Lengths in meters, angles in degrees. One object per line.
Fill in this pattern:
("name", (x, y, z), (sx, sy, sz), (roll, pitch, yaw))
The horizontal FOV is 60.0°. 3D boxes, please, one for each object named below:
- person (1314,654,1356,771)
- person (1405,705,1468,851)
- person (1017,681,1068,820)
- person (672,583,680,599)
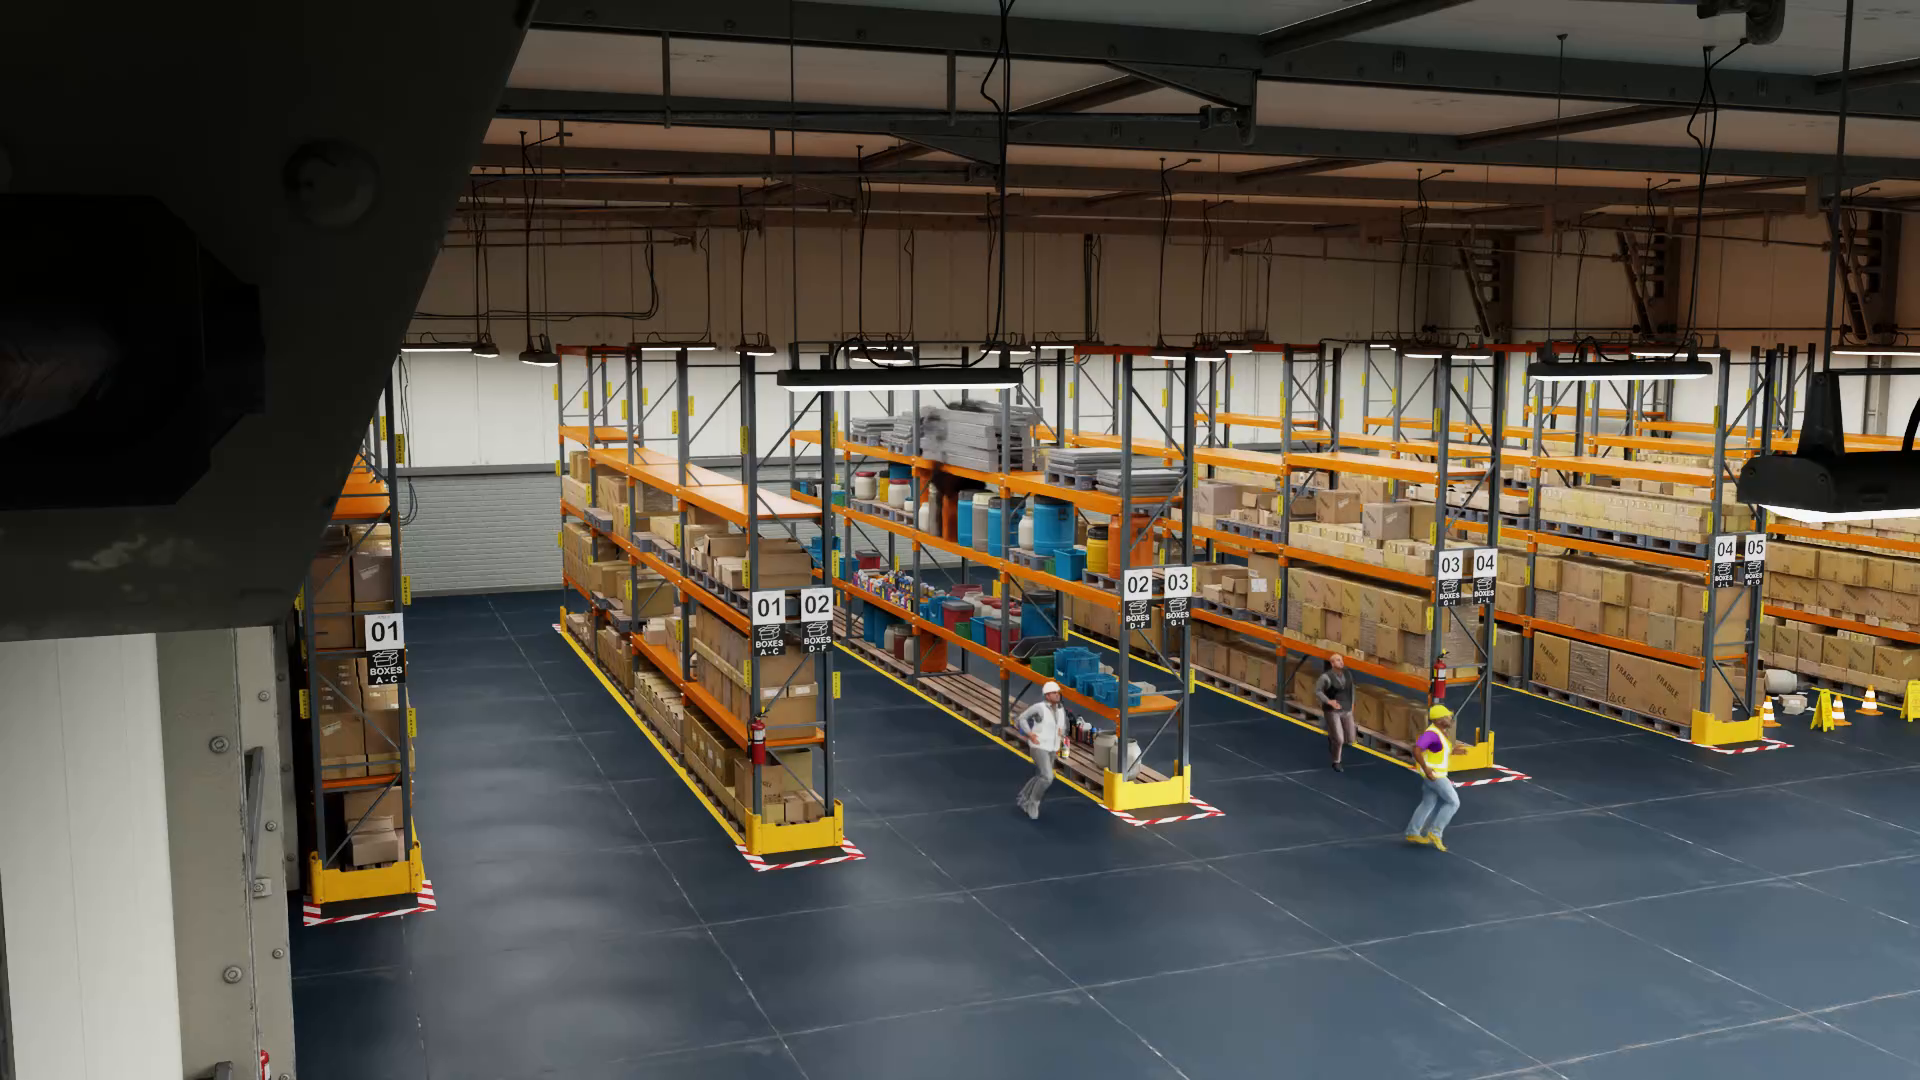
("person", (5.427, 2.469, 23.987), (0.701, 1.682, 0.572), (-3, 8, -23))
("person", (5.837, 2.900, 20.340), (0.722, 1.803, 0.663), (2, 7, 12))
("person", (1.092, 2.730, 21.733), (0.656, 1.791, 0.650), (-7, 10, -43))
("person", (-5.872, 0.998, 35.193), (0.677, 1.777, 0.658), (6, 9, 39))
